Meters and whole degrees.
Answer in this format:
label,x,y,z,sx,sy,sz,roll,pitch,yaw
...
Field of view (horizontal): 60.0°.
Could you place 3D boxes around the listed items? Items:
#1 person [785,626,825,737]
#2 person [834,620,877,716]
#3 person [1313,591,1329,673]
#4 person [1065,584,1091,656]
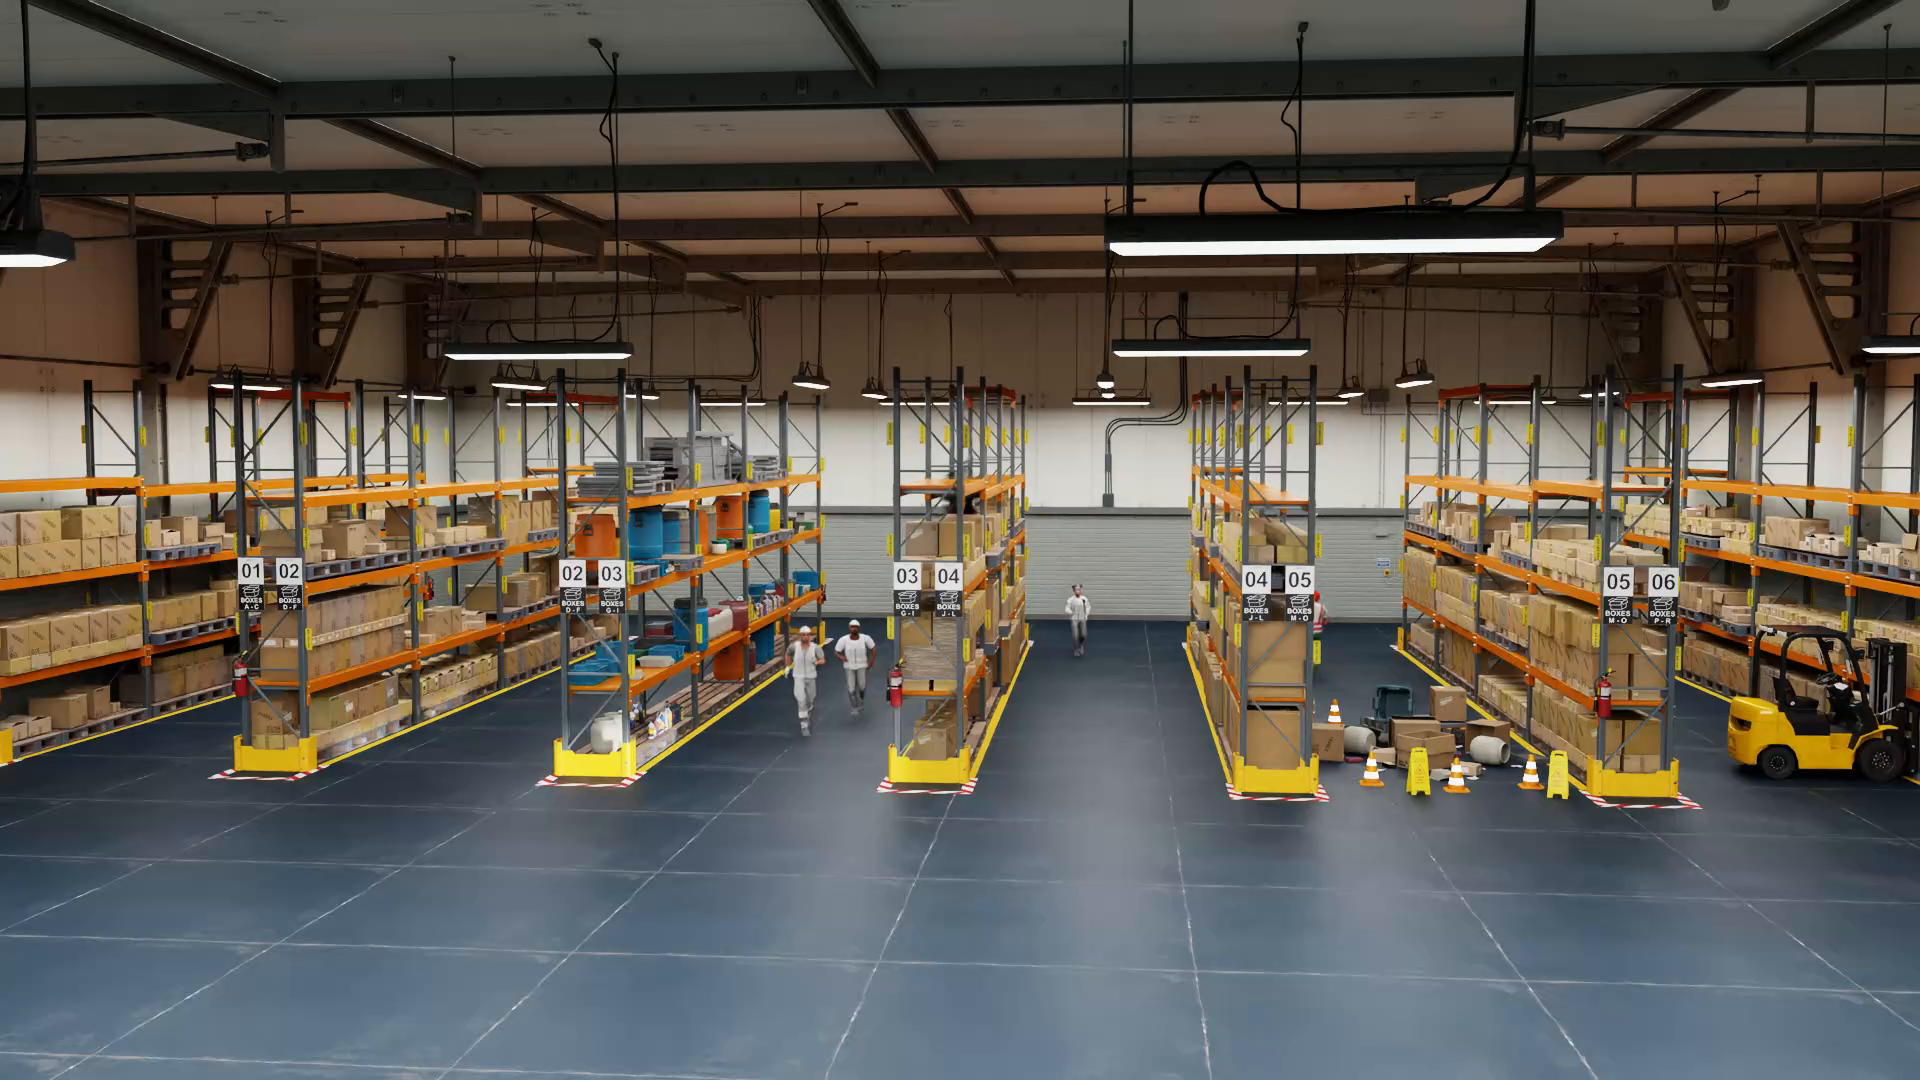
label,x,y,z,sx,sy,sz,roll,pitch,yaw
person,-2.602,2.336,27.955,0.661,1.791,0.982,-1,4,-12
person,-1.869,2.287,29.720,0.770,1.721,0.526,0,4,-5
person,7.489,1.937,35.340,0.654,1.743,0.532,0,4,1
person,2.699,1.829,37.763,0.602,1.641,0.544,0,4,-4
